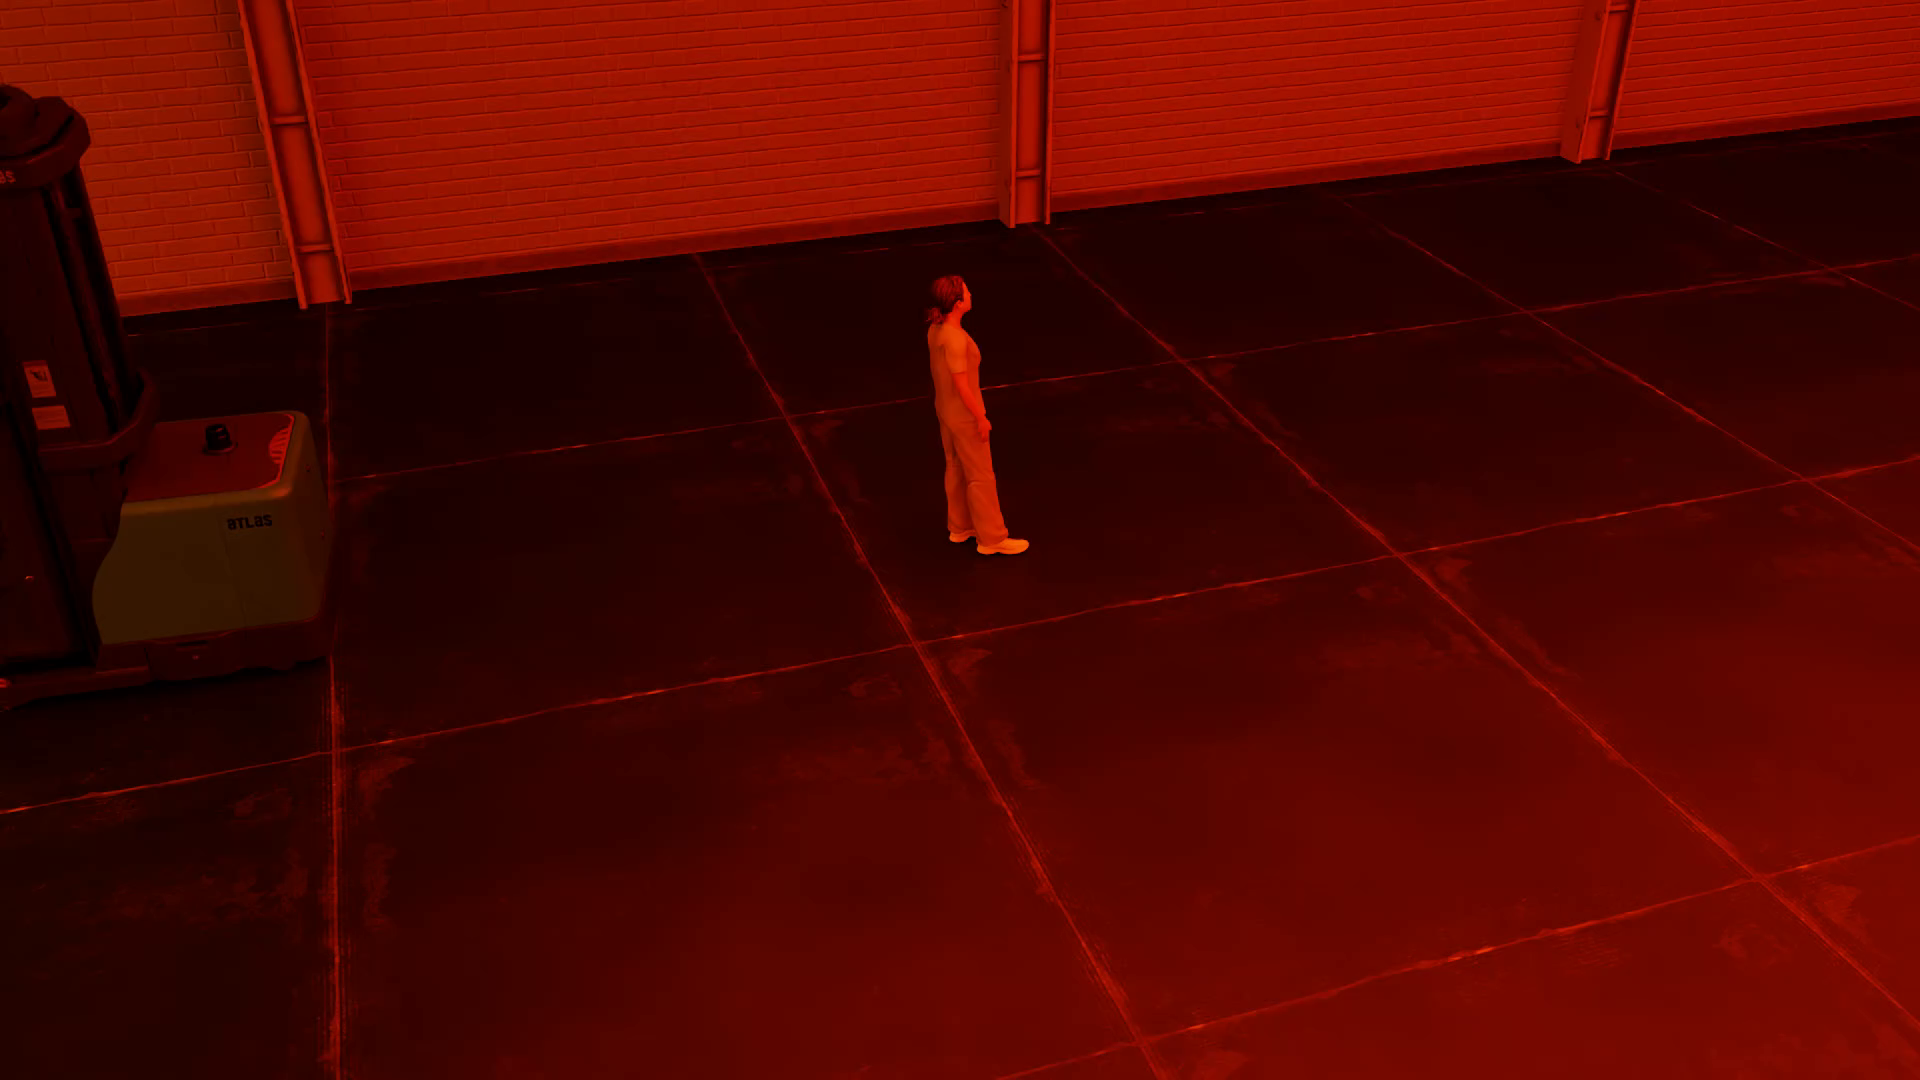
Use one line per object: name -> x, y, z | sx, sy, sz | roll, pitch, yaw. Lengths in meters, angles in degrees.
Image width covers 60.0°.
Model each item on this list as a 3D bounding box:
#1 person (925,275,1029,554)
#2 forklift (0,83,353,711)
person -> 0.075, -0.738, 9.613 | 0.548, 1.673, 0.549 | -10, 31, -16
forklift -> -4.880, -0.665, 8.243 | 3.031, 2.935, 1.130 | -7, 31, -12
